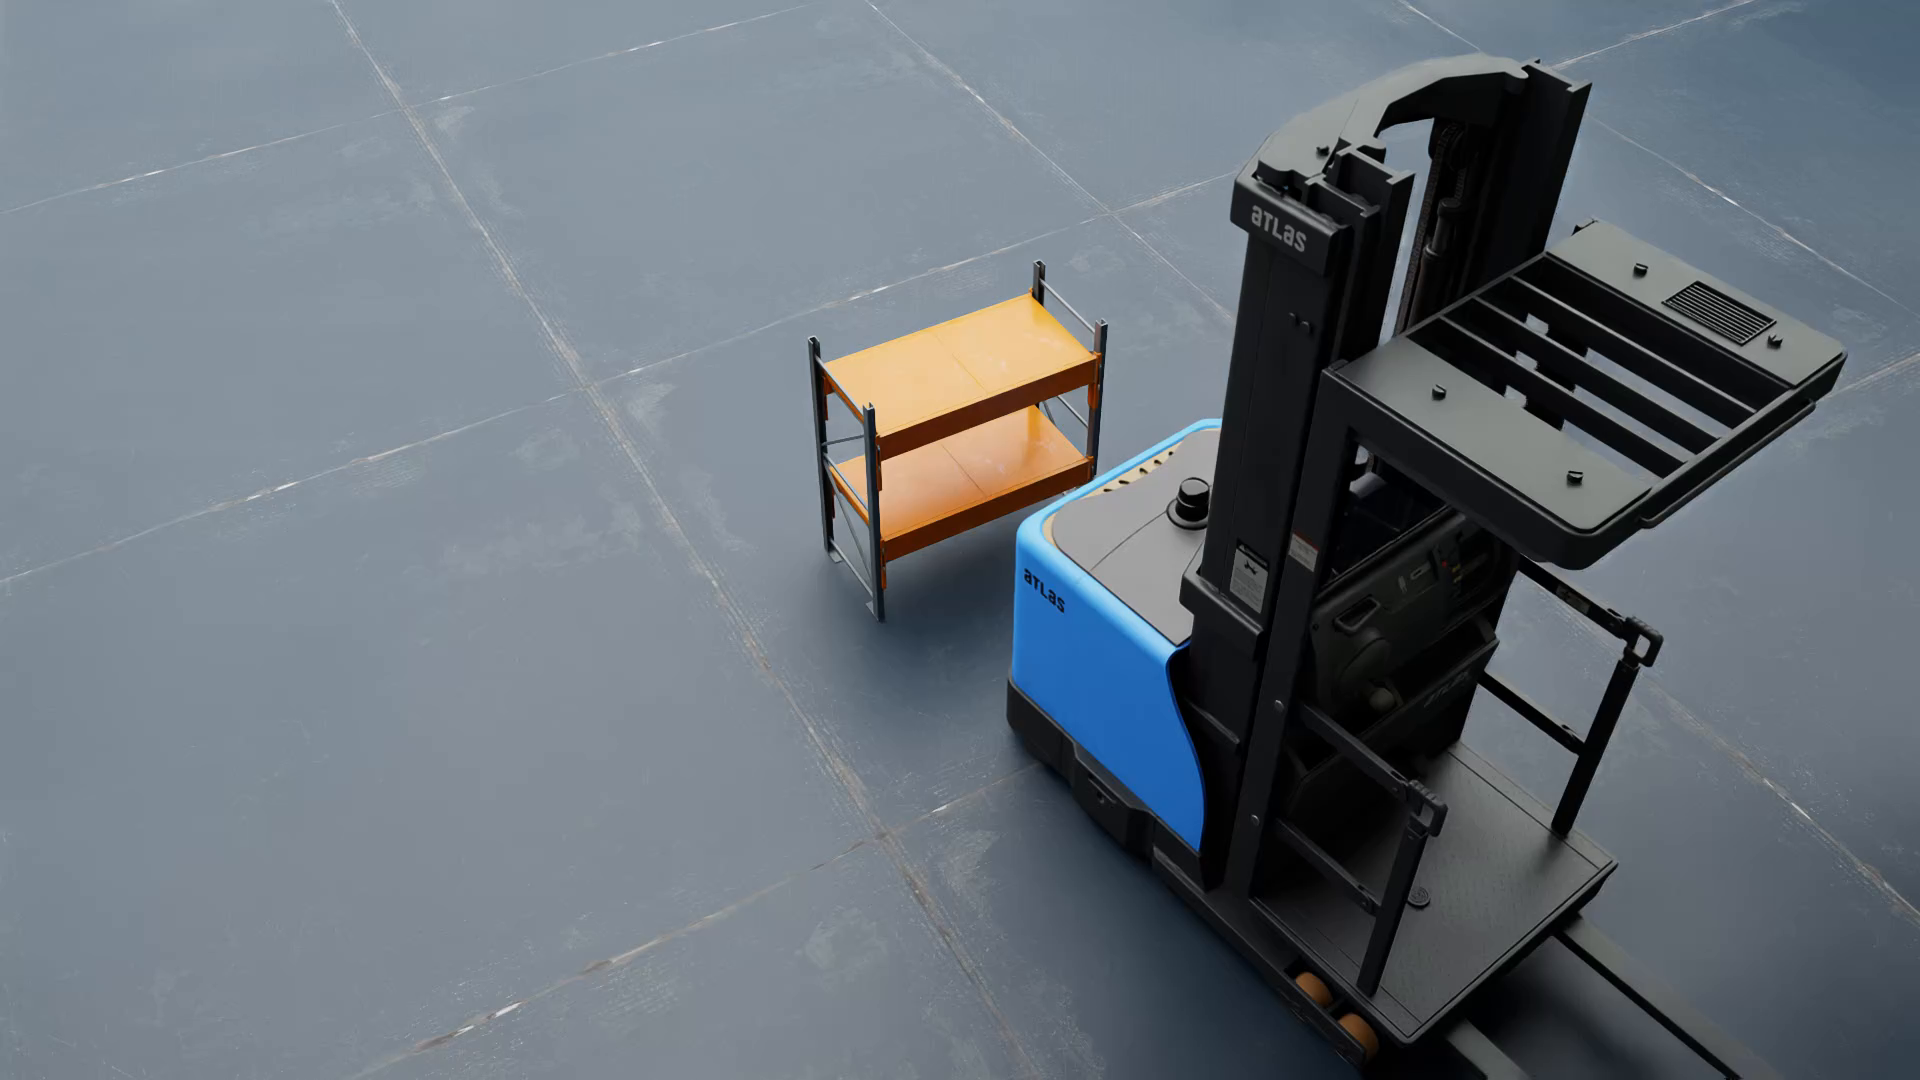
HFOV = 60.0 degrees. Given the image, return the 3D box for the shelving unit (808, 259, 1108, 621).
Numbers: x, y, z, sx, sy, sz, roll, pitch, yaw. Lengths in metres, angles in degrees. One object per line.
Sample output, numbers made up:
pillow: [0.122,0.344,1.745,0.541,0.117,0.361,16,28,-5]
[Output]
shelving unit: [-0.006,-0.401,6.785,1.048,1.125,0.538,-22,48,-21]

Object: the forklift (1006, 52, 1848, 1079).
forklift: [1.491,0.255,4.812,1.130,2.935,3.031,-29,51,-27]

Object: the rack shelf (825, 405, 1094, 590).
rack shelf: [-0.006,-0.226,6.956,1.000,0.278,0.538,-22,48,-21]

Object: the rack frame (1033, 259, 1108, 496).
rack frame: [0.435,-0.578,6.967,0.032,1.125,0.500,-22,48,-21]

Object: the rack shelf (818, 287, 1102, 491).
rack shelf: [-0.006,-0.611,6.581,1.000,0.278,0.538,-22,48,-21]

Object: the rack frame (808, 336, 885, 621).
rack frame: [-0.447,-0.225,6.603,0.032,1.125,0.500,-22,48,-21]
